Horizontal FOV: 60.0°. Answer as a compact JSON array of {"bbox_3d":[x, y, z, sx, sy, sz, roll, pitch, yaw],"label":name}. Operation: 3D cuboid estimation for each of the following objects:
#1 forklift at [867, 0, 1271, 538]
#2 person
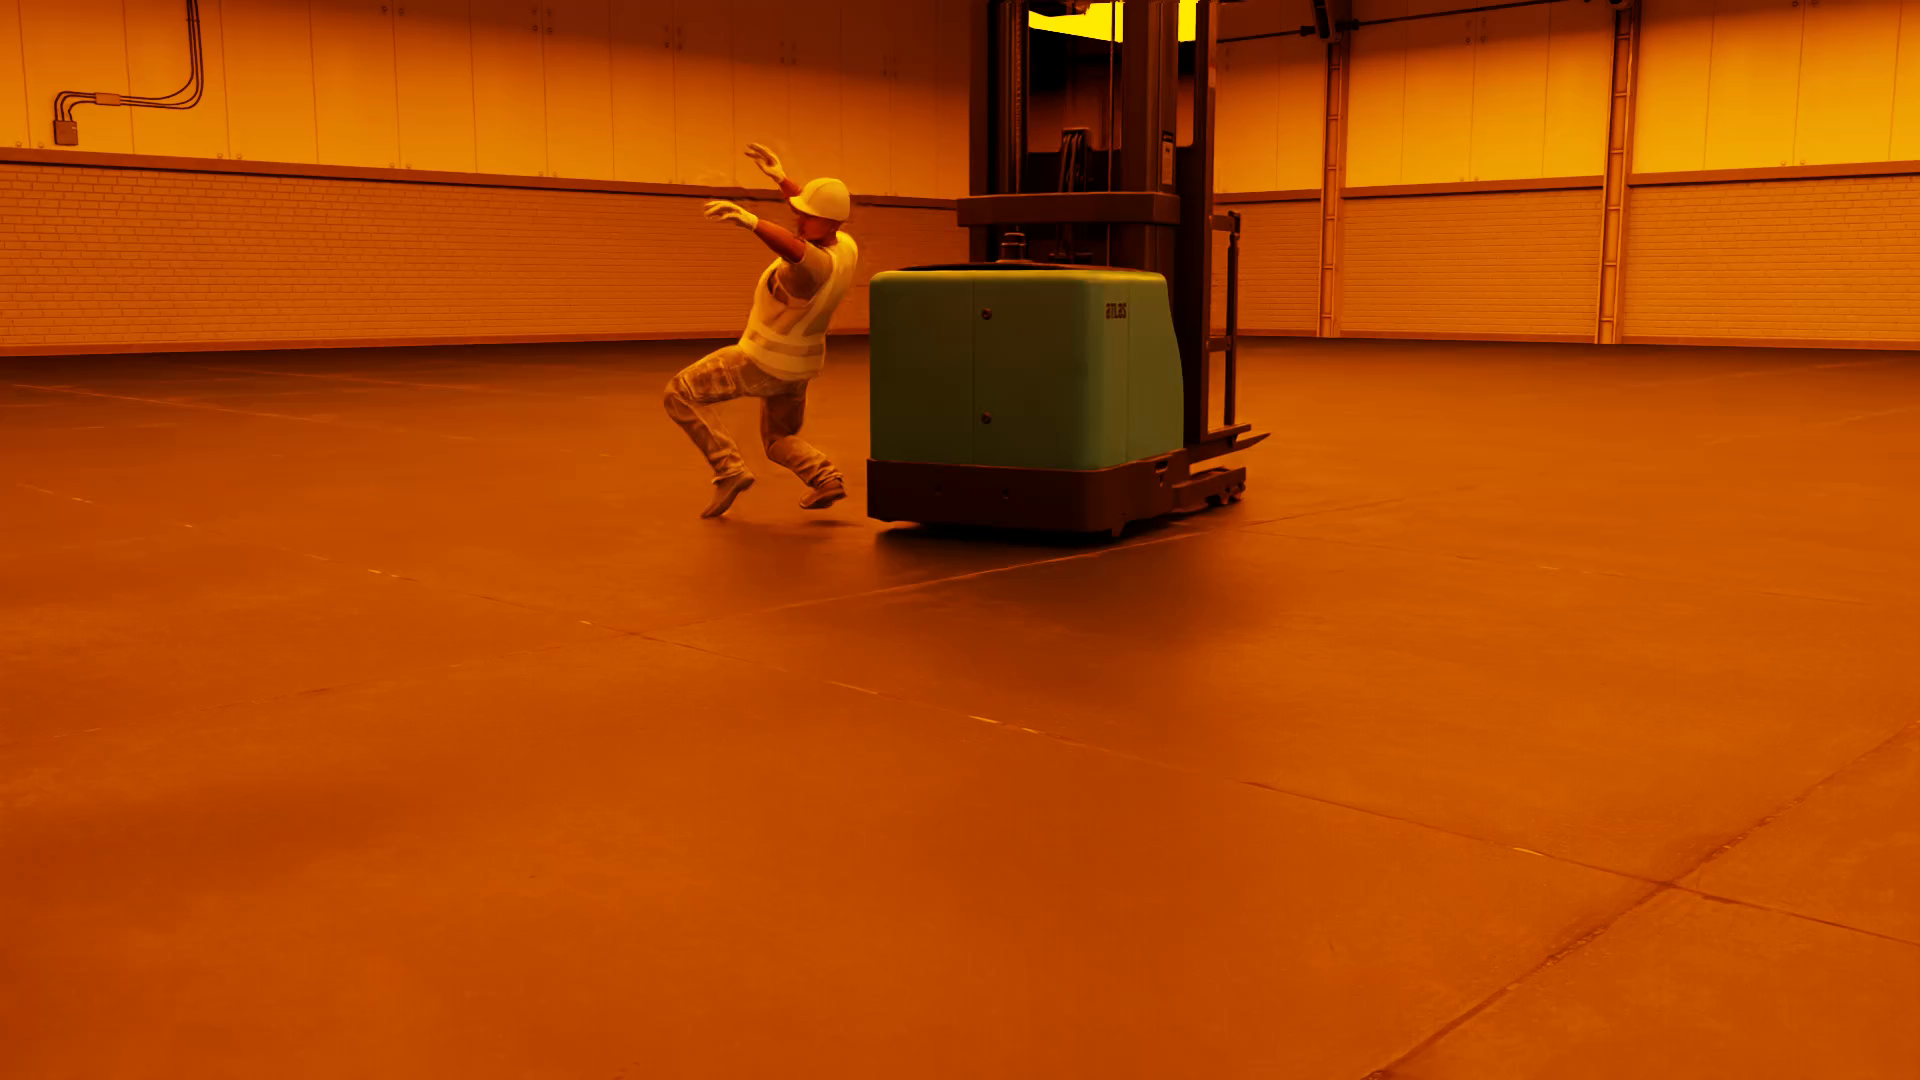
[{"bbox_3d":[0.725,-1.638,7.750,1.130,2.935,3.031,4,10,26],"label":"forklift"},{"bbox_3d":[-0.943,-0.870,7.104,0.832,1.652,1.143,4,10,26],"label":"person"}]
